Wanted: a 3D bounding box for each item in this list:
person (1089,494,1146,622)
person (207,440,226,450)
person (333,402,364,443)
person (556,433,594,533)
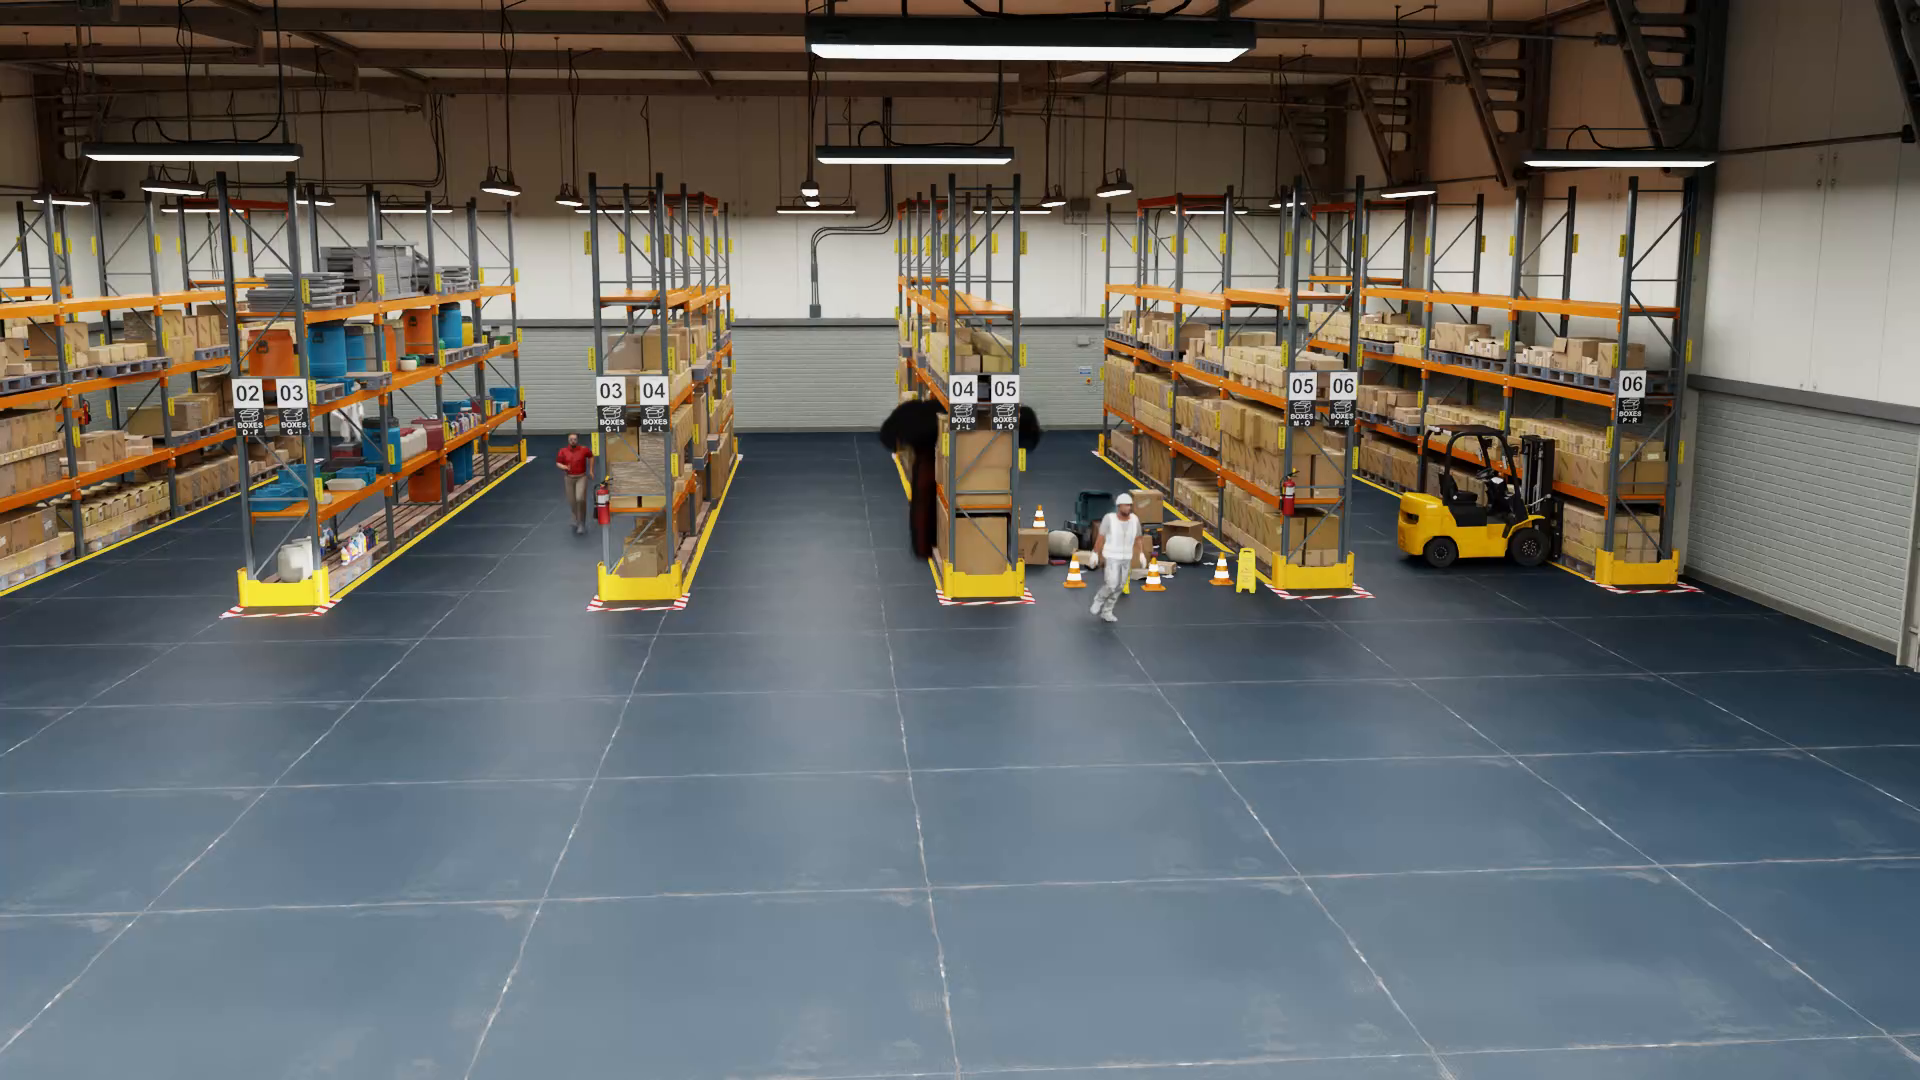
[{"bbox_3d":[2.115,0.238,22.280,0.674,1.752,0.589,-5,11,-27],"label":"person"},{"bbox_3d":[-17.962,-2.876,40.342,0.496,1.625,0.677,3,10,15],"label":"person"},{"bbox_3d":[-14.188,-2.638,38.622,0.702,1.821,0.802,-5,11,-27],"label":"person"},{"bbox_3d":[-6.840,-1.016,29.568,0.613,1.790,0.857,0,10,-2],"label":"person"}]
